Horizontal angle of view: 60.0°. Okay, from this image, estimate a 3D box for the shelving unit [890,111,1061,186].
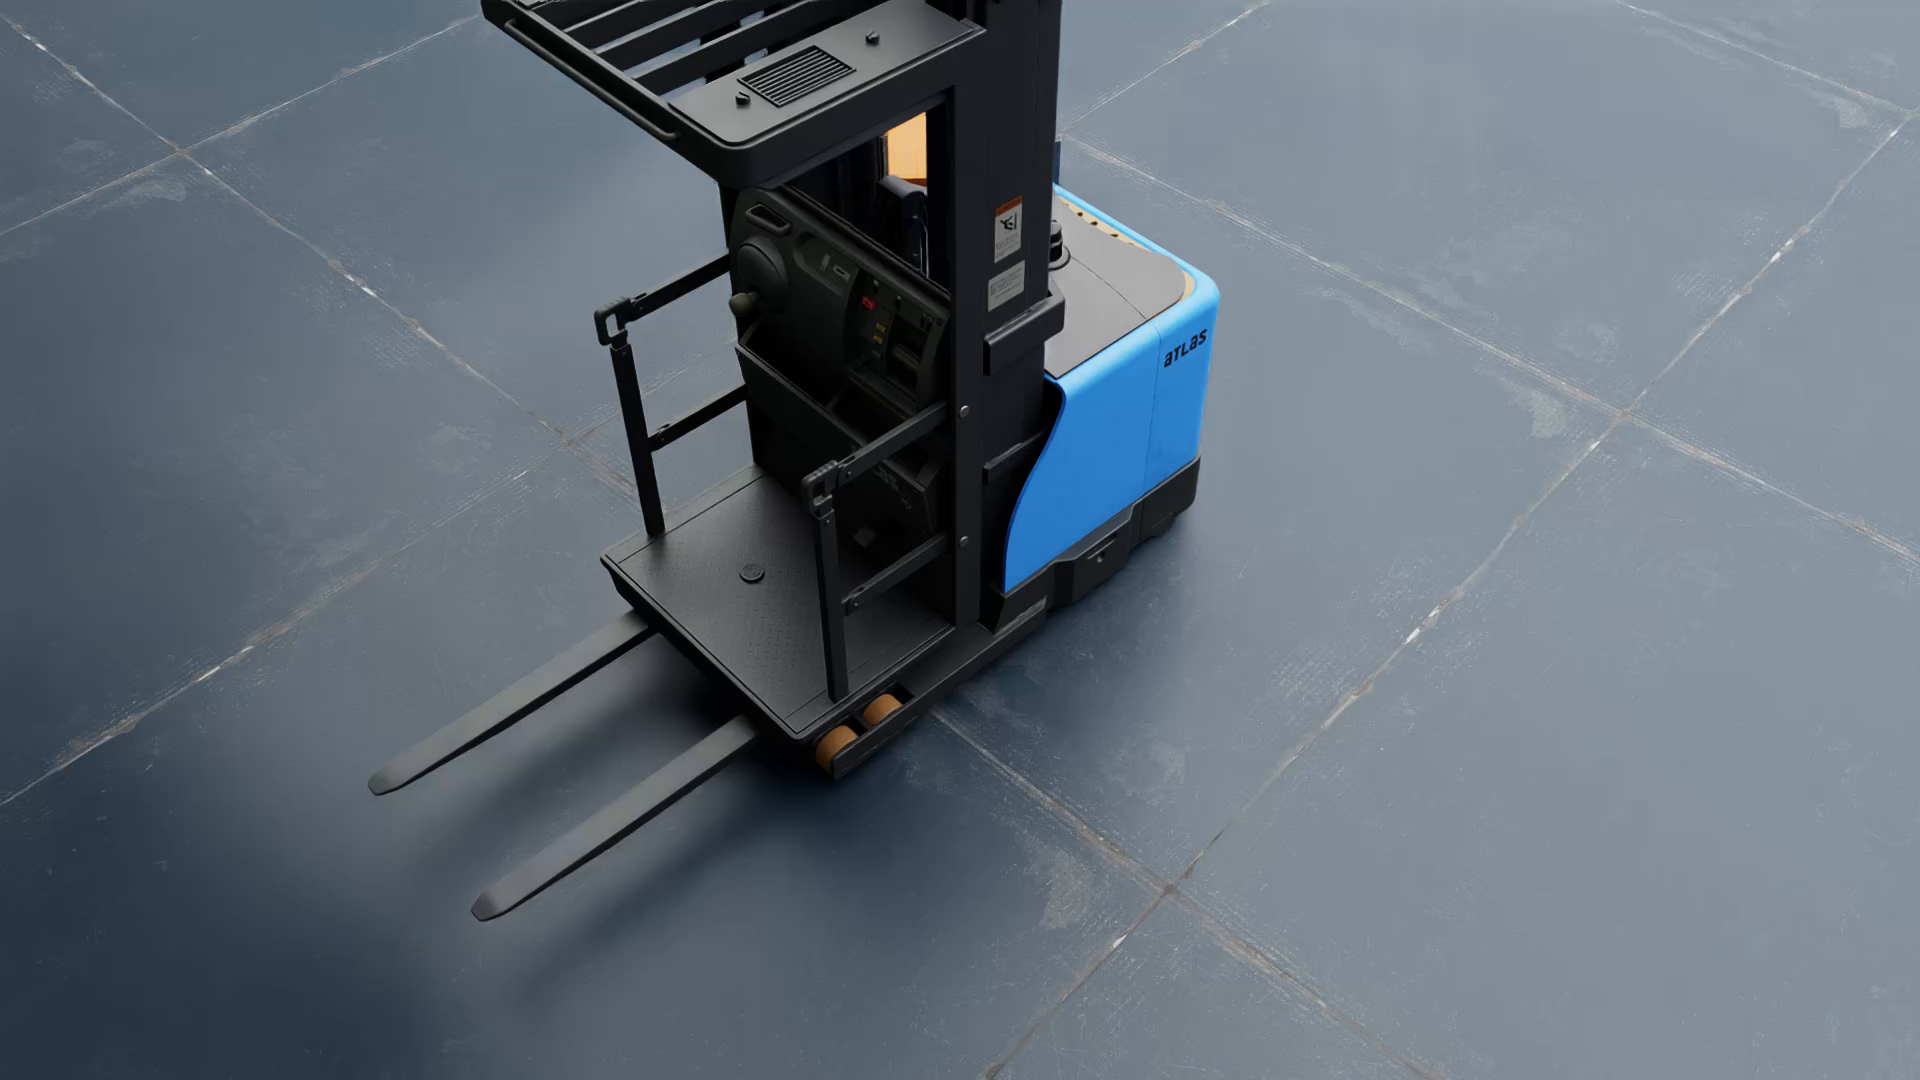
[{"bbox_3d":[-0.160,-1.247,6.649,1.048,1.125,0.538,-1,47,-1],"label":"shelving unit"}]

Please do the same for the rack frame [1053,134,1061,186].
[{"bbox_3d":[0.349,-1.256,6.657,0.032,1.125,0.500,-1,47,-1],"label":"rack frame"}]

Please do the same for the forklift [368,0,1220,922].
[{"bbox_3d":[-0.529,-0.657,4.856,3.031,2.935,1.130,-34,55,-28],"label":"forklift"}]

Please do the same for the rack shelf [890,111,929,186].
[{"bbox_3d":[-0.160,-1.447,6.436,1.000,0.278,0.538,-1,47,-1],"label":"rack shelf"}]
